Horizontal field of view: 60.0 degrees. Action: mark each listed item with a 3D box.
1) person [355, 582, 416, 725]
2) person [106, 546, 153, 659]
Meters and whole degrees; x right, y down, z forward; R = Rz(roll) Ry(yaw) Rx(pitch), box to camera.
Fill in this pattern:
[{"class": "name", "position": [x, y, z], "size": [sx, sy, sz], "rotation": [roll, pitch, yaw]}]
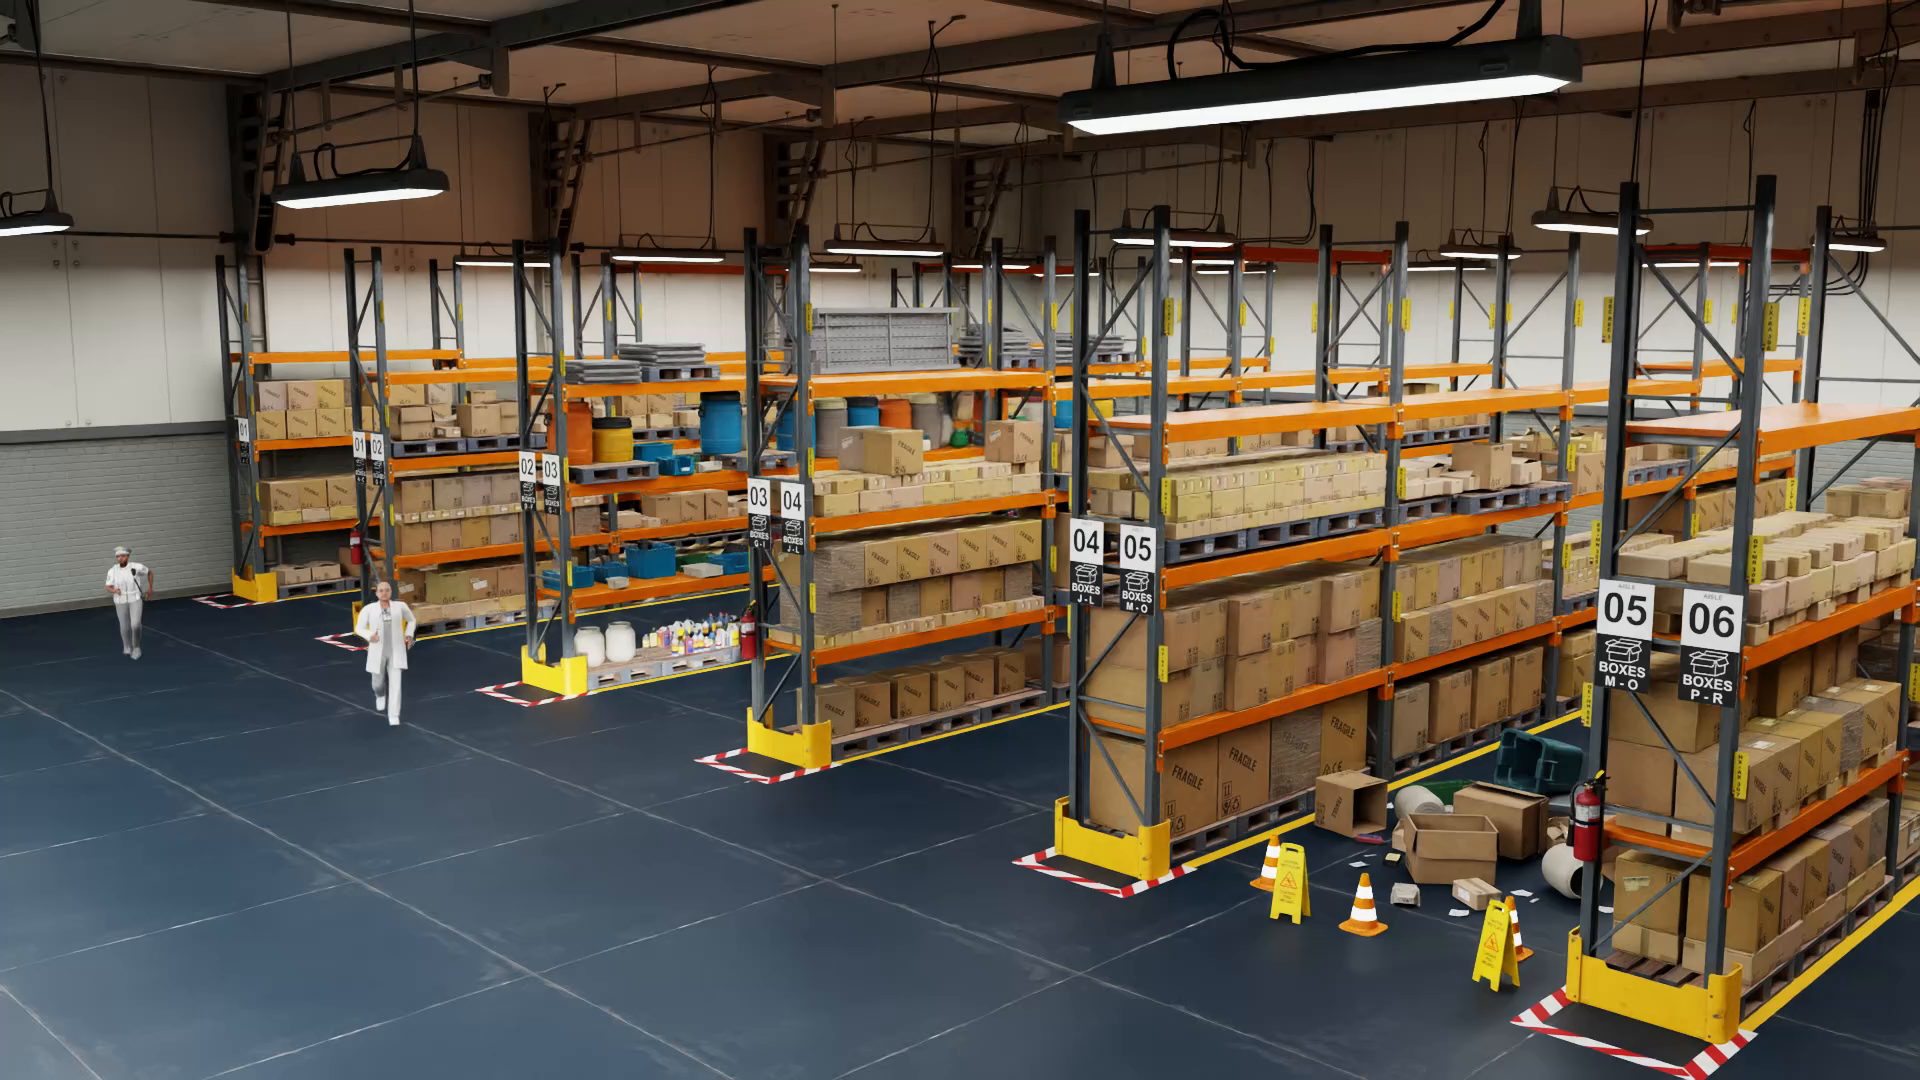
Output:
[{"class": "person", "position": [-7.110, 1.385, 20.653], "size": [0.724, 1.745, 0.905], "rotation": [-3, 9, -20]}, {"class": "person", "position": [-12.082, 0.903, 24.216], "size": [0.588, 1.675, 0.838], "rotation": [-3, 9, -18]}]
